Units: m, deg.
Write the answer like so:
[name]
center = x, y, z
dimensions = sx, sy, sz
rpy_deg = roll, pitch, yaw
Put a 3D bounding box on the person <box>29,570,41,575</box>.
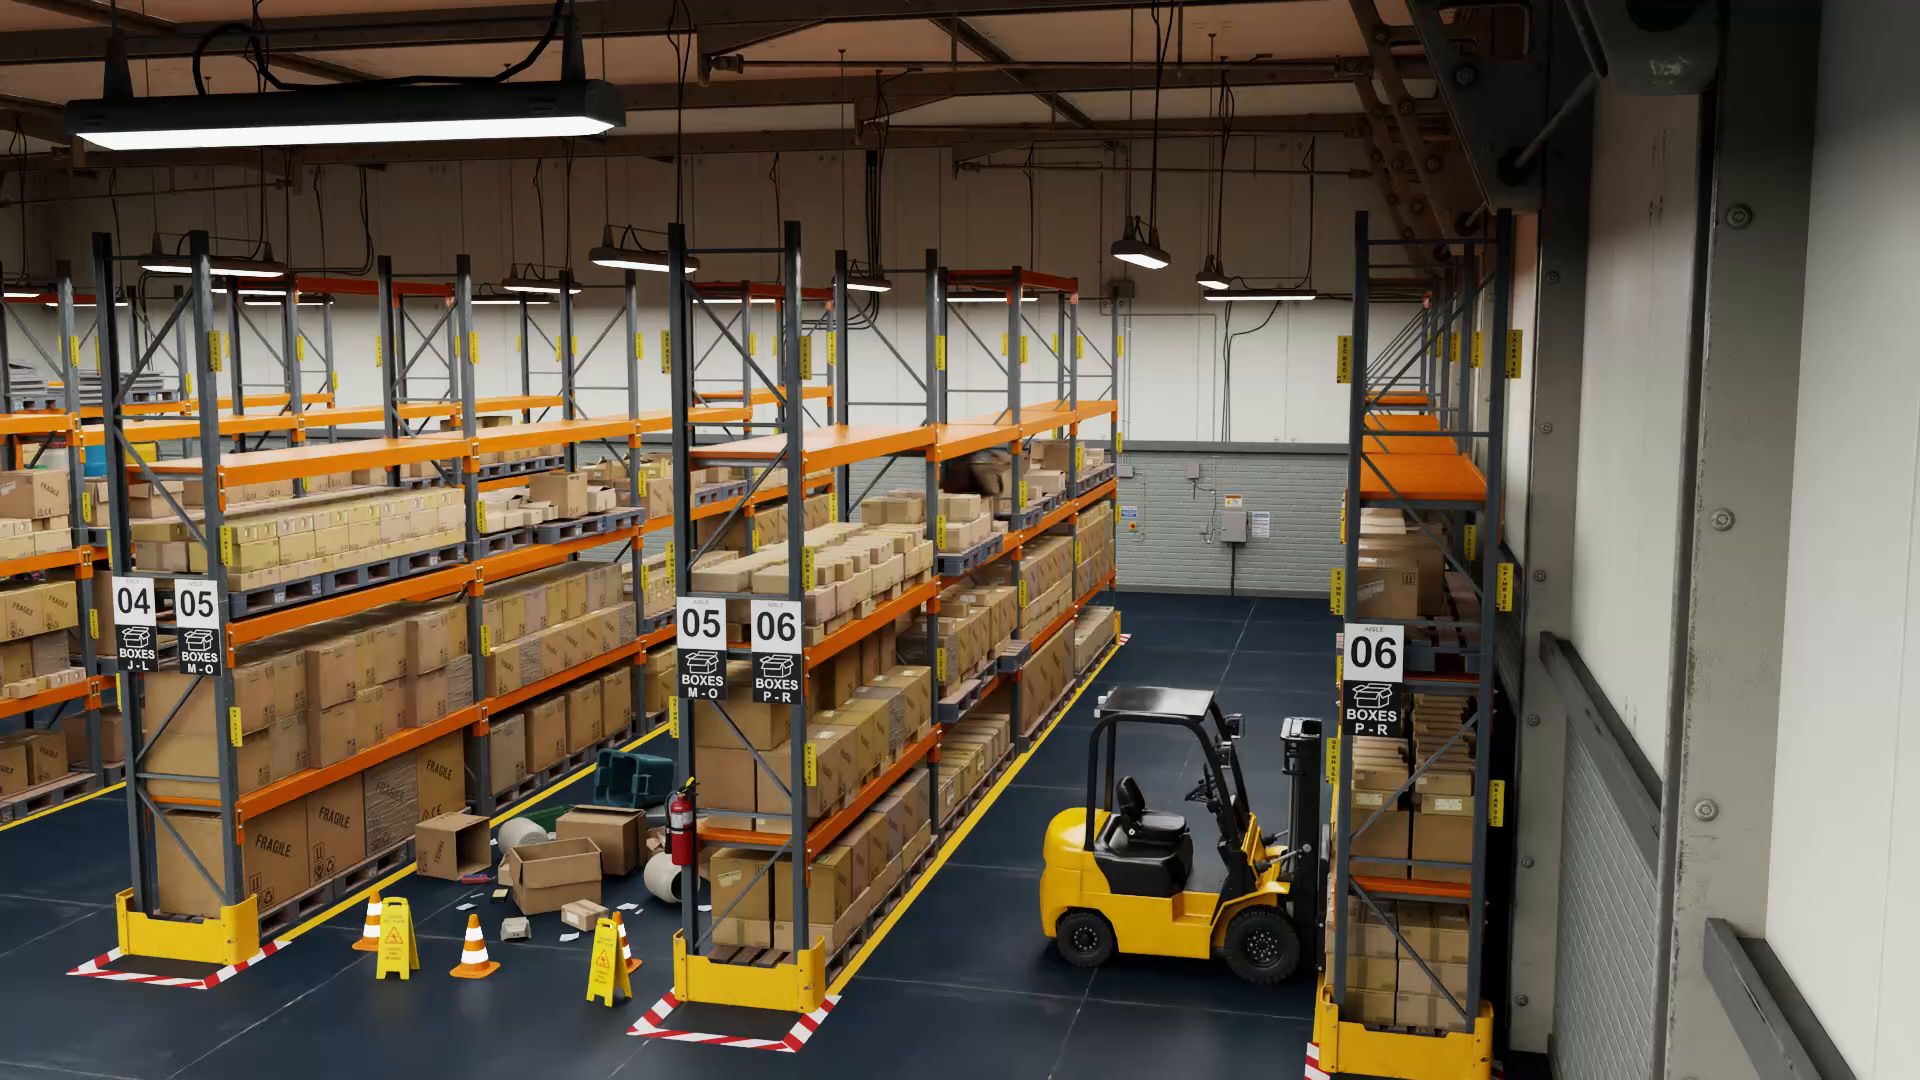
[person]
center = -19.516, 0.105, 34.769
dimensions = 0.414, 1.616, 1.028
rpy_deg = 1, 7, 7
